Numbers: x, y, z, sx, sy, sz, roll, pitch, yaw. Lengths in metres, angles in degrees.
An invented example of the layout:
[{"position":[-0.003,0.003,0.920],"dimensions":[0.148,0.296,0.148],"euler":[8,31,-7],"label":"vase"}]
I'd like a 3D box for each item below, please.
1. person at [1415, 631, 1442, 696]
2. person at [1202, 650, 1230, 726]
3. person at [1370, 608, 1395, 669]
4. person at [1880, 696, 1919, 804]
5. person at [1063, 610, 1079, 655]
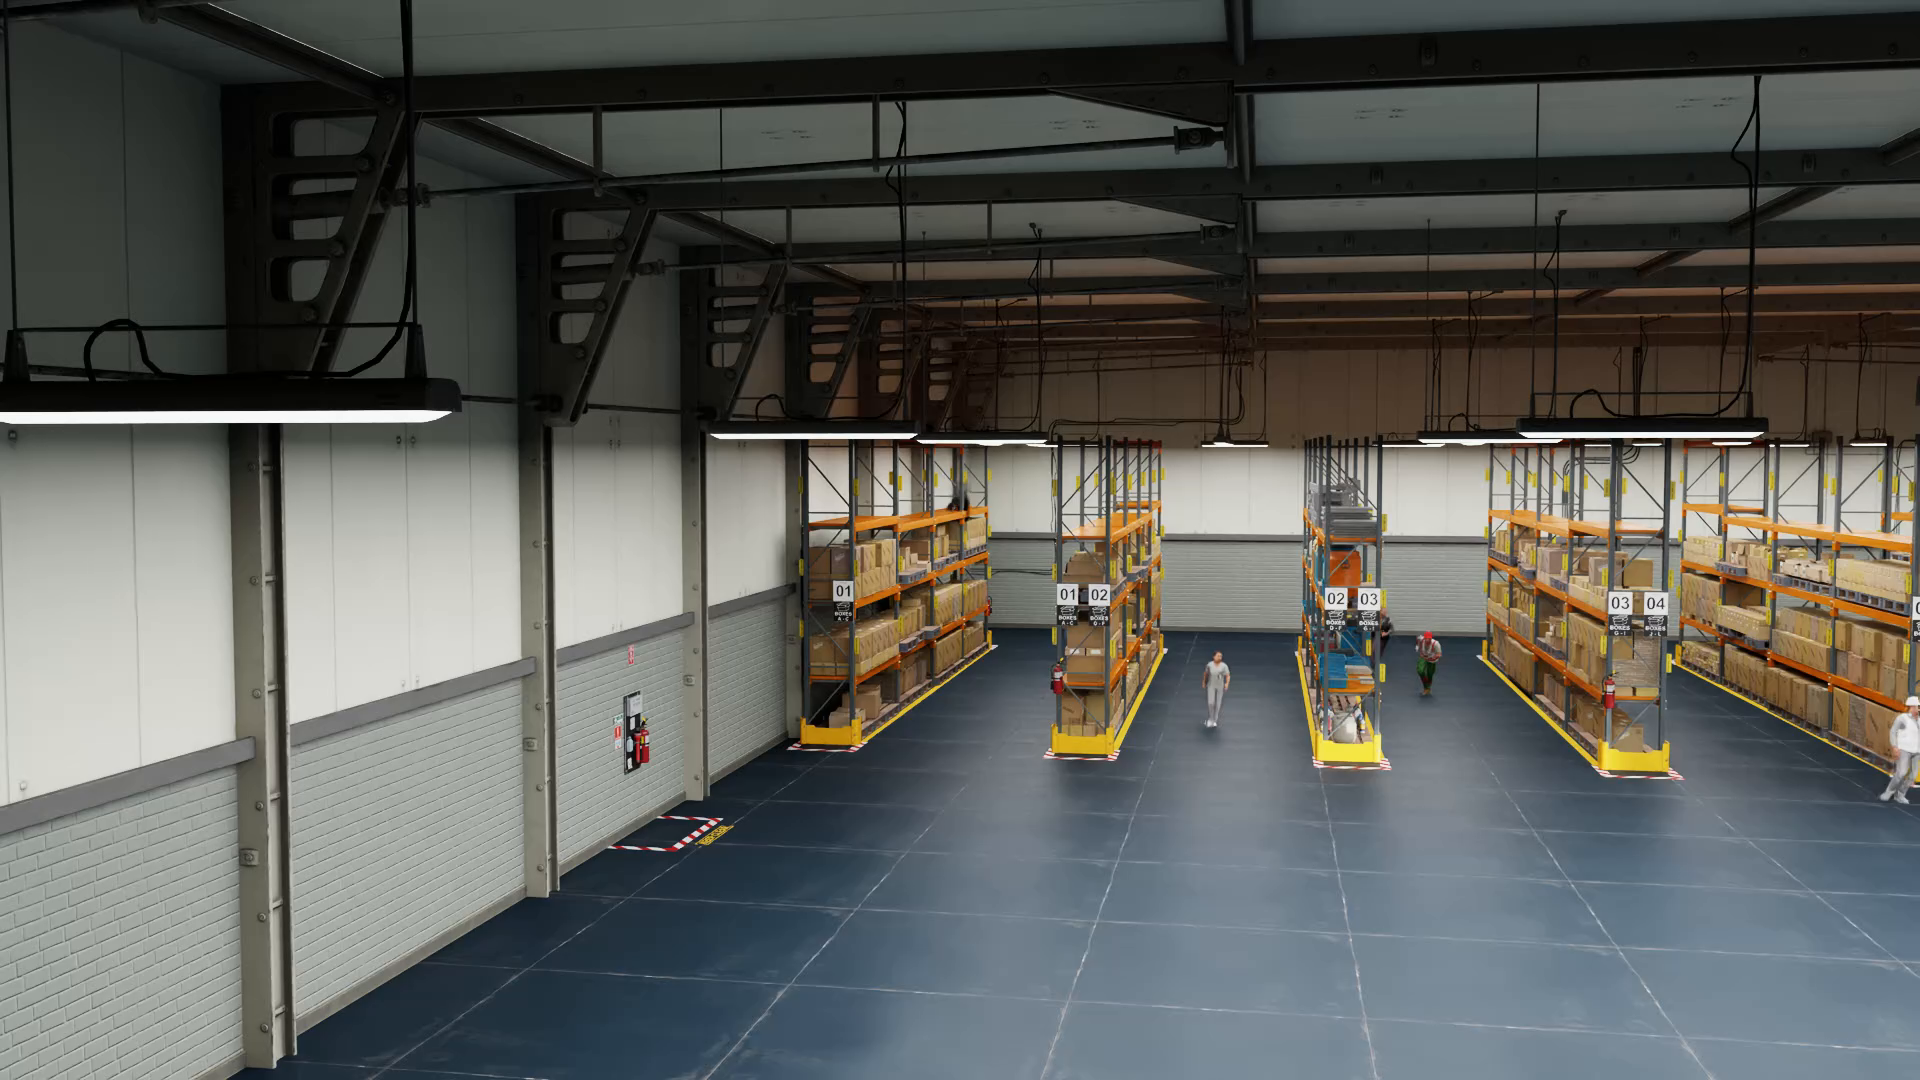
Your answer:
[{"position":[10.970,2.859,38.929],"dimensions":[0.665,1.548,1.174],"euler":[1,3,23],"label":"person"},{"position":[5.271,3.050,34.148],"dimensions":[0.533,1.616,0.782],"euler":[0,3,2],"label":"person"},{"position":[10.865,2.553,42.870],"dimensions":[0.666,1.663,0.964],"euler":[1,3,17],"label":"person"},{"position":[15.318,3.408,26.857],"dimensions":[0.770,1.765,0.596],"euler":[-1,3,-14],"label":"person"},{"position":[3.155,2.375,45.889],"dimensions":[0.692,1.700,0.742],"euler":[2,3,26],"label":"person"}]
